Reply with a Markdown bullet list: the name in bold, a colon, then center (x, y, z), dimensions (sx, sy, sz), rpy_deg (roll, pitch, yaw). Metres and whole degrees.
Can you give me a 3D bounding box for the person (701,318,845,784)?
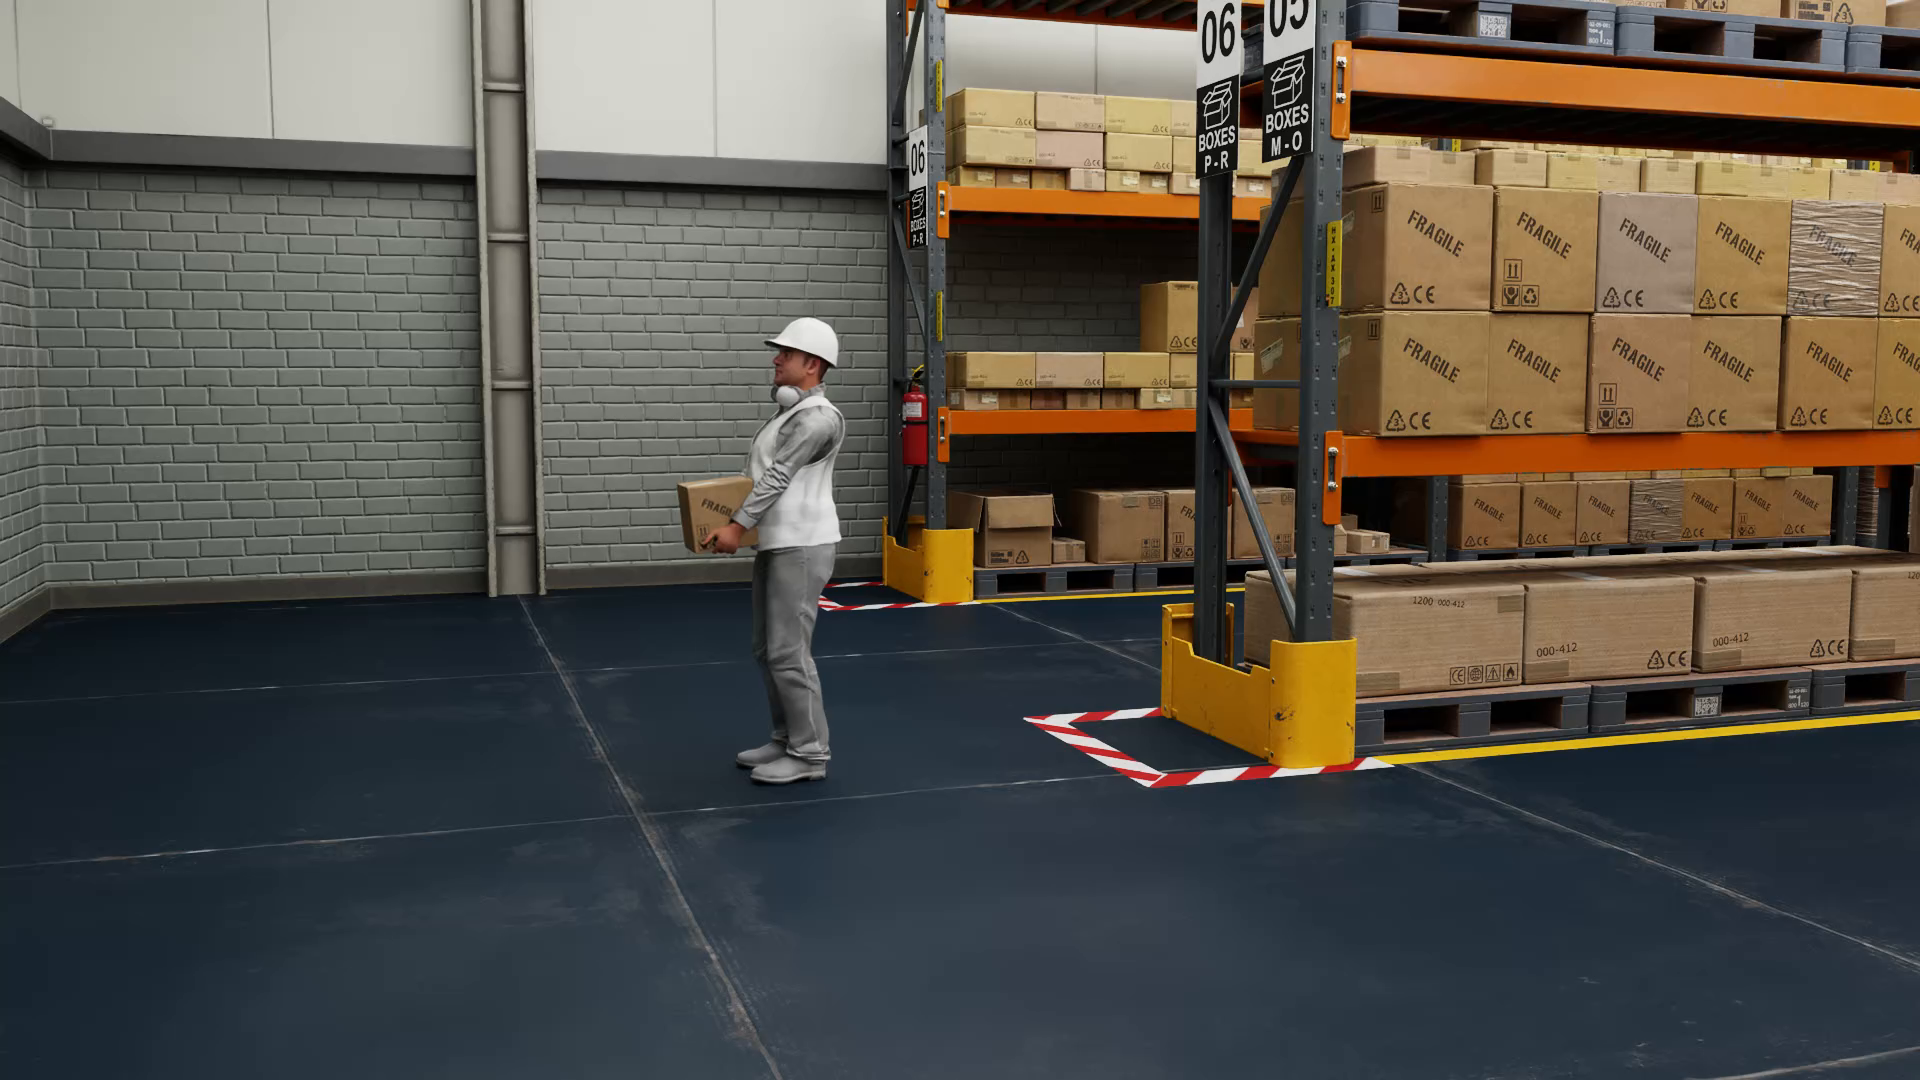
- **person**: center (-0.733, 0.036, 6.379), dimensions (0.554, 1.762, 0.494), rpy_deg (-2, 6, -18)
